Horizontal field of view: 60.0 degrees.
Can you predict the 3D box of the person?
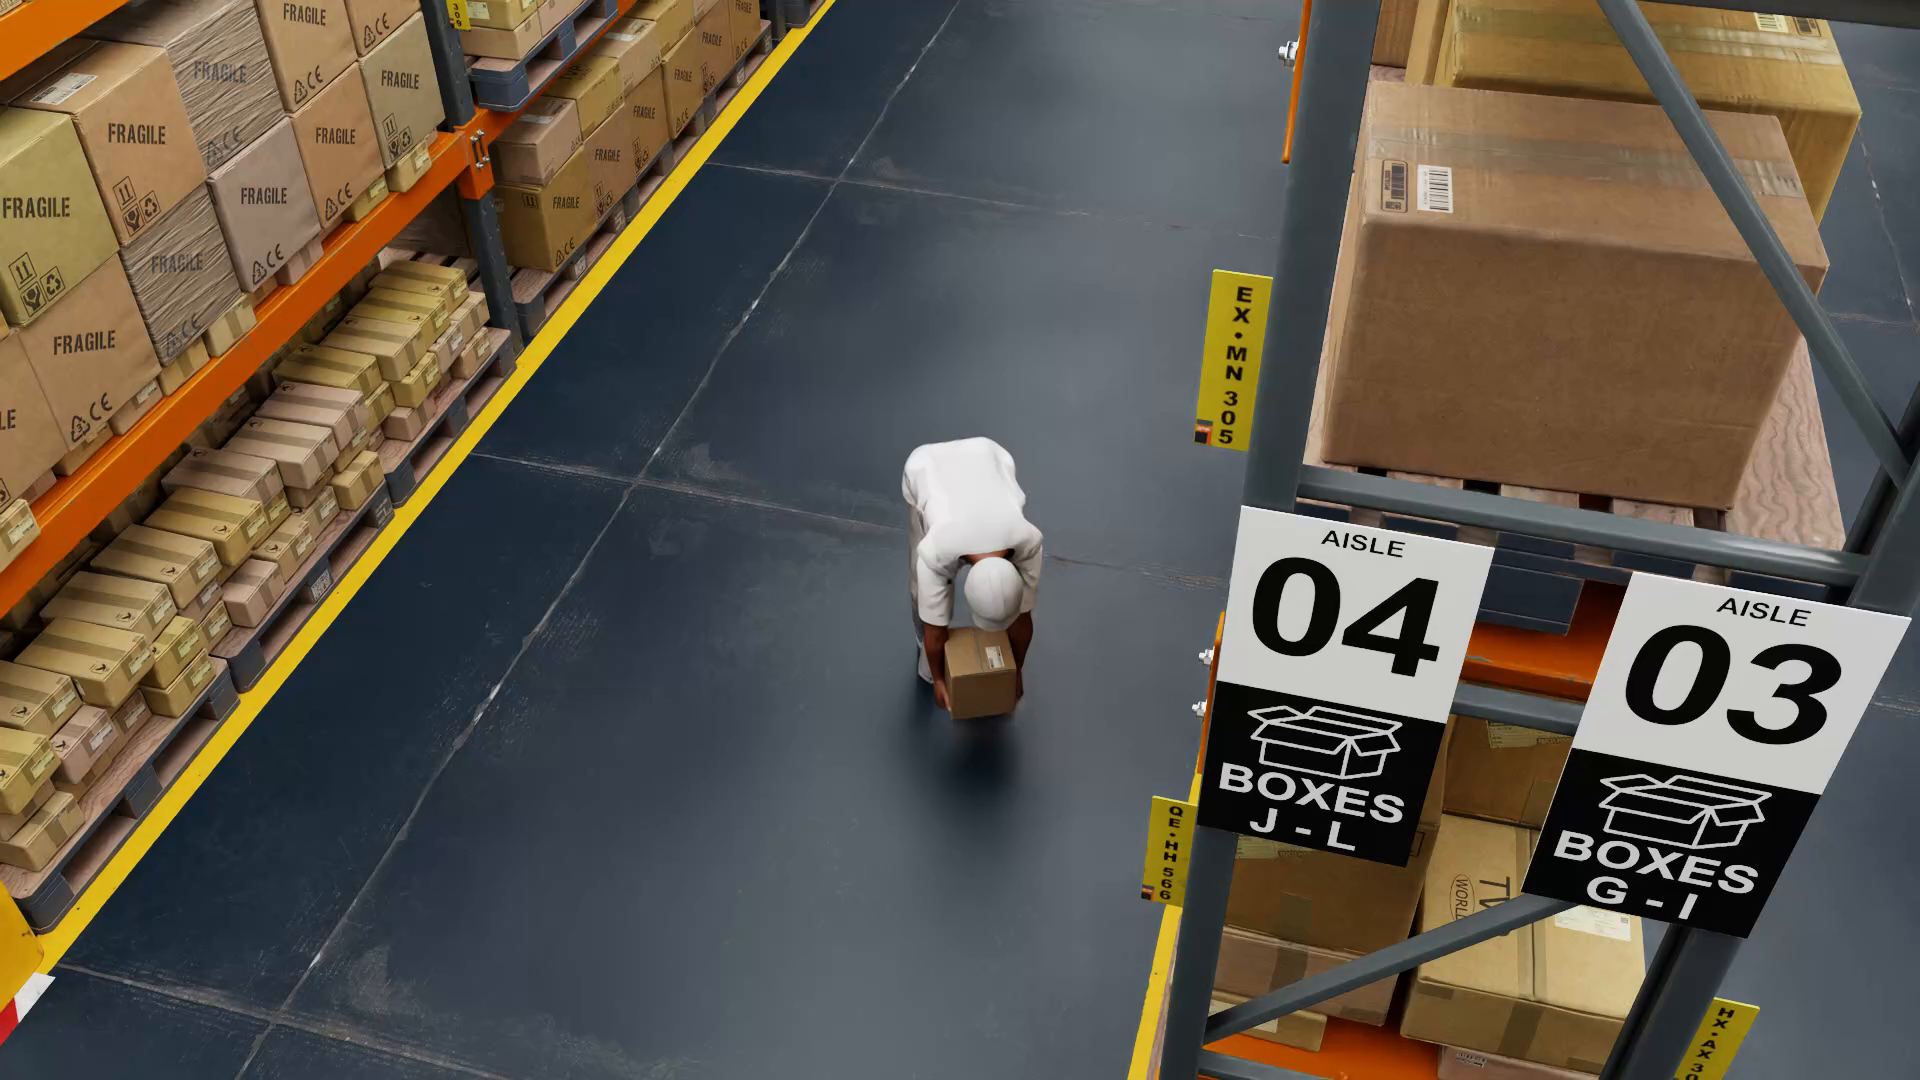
[{"bbox_3d":[0.056,0.223,6.407,0.480,1.075,0.982,-8,41,-9],"label":"person"}]
